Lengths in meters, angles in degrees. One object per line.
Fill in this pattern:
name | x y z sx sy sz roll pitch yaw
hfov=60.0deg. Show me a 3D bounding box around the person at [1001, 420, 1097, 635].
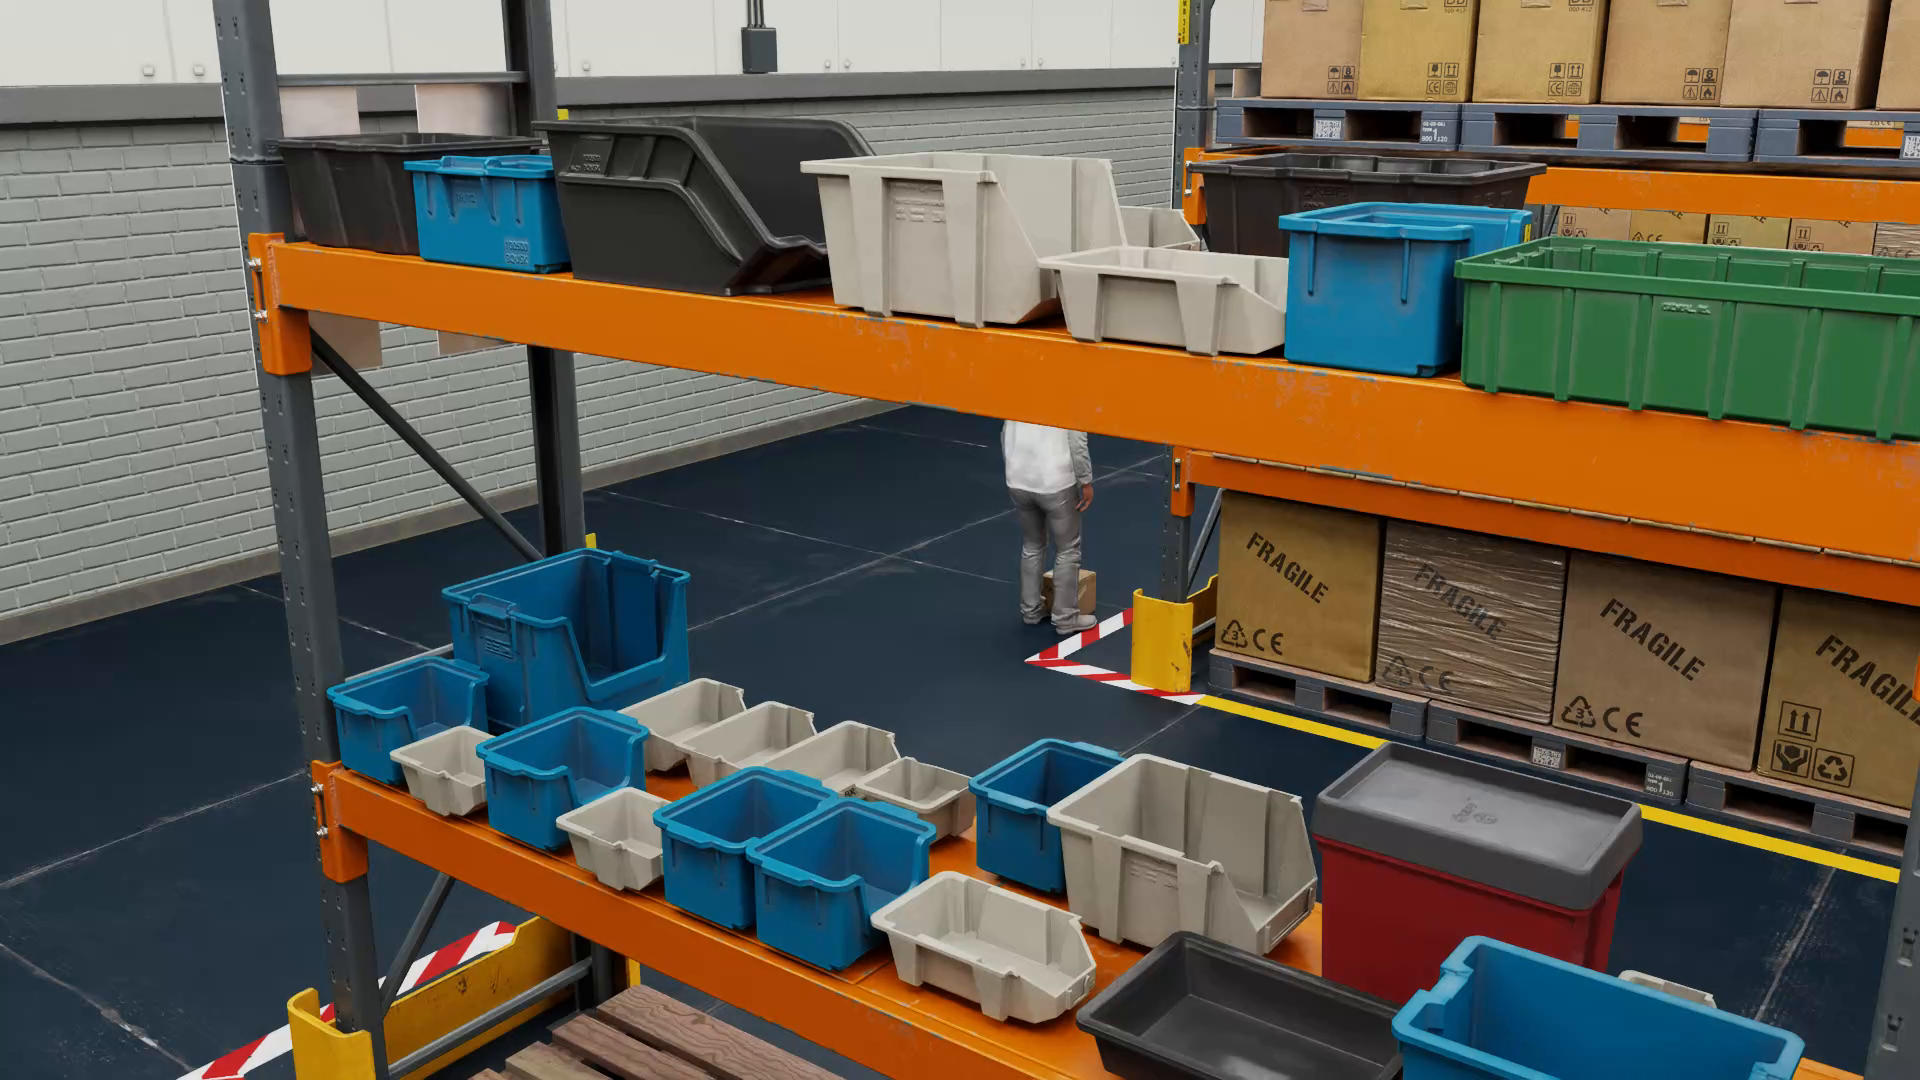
person | 0.507 -0.345 9.661 0.580 1.772 0.461 12 20 35
